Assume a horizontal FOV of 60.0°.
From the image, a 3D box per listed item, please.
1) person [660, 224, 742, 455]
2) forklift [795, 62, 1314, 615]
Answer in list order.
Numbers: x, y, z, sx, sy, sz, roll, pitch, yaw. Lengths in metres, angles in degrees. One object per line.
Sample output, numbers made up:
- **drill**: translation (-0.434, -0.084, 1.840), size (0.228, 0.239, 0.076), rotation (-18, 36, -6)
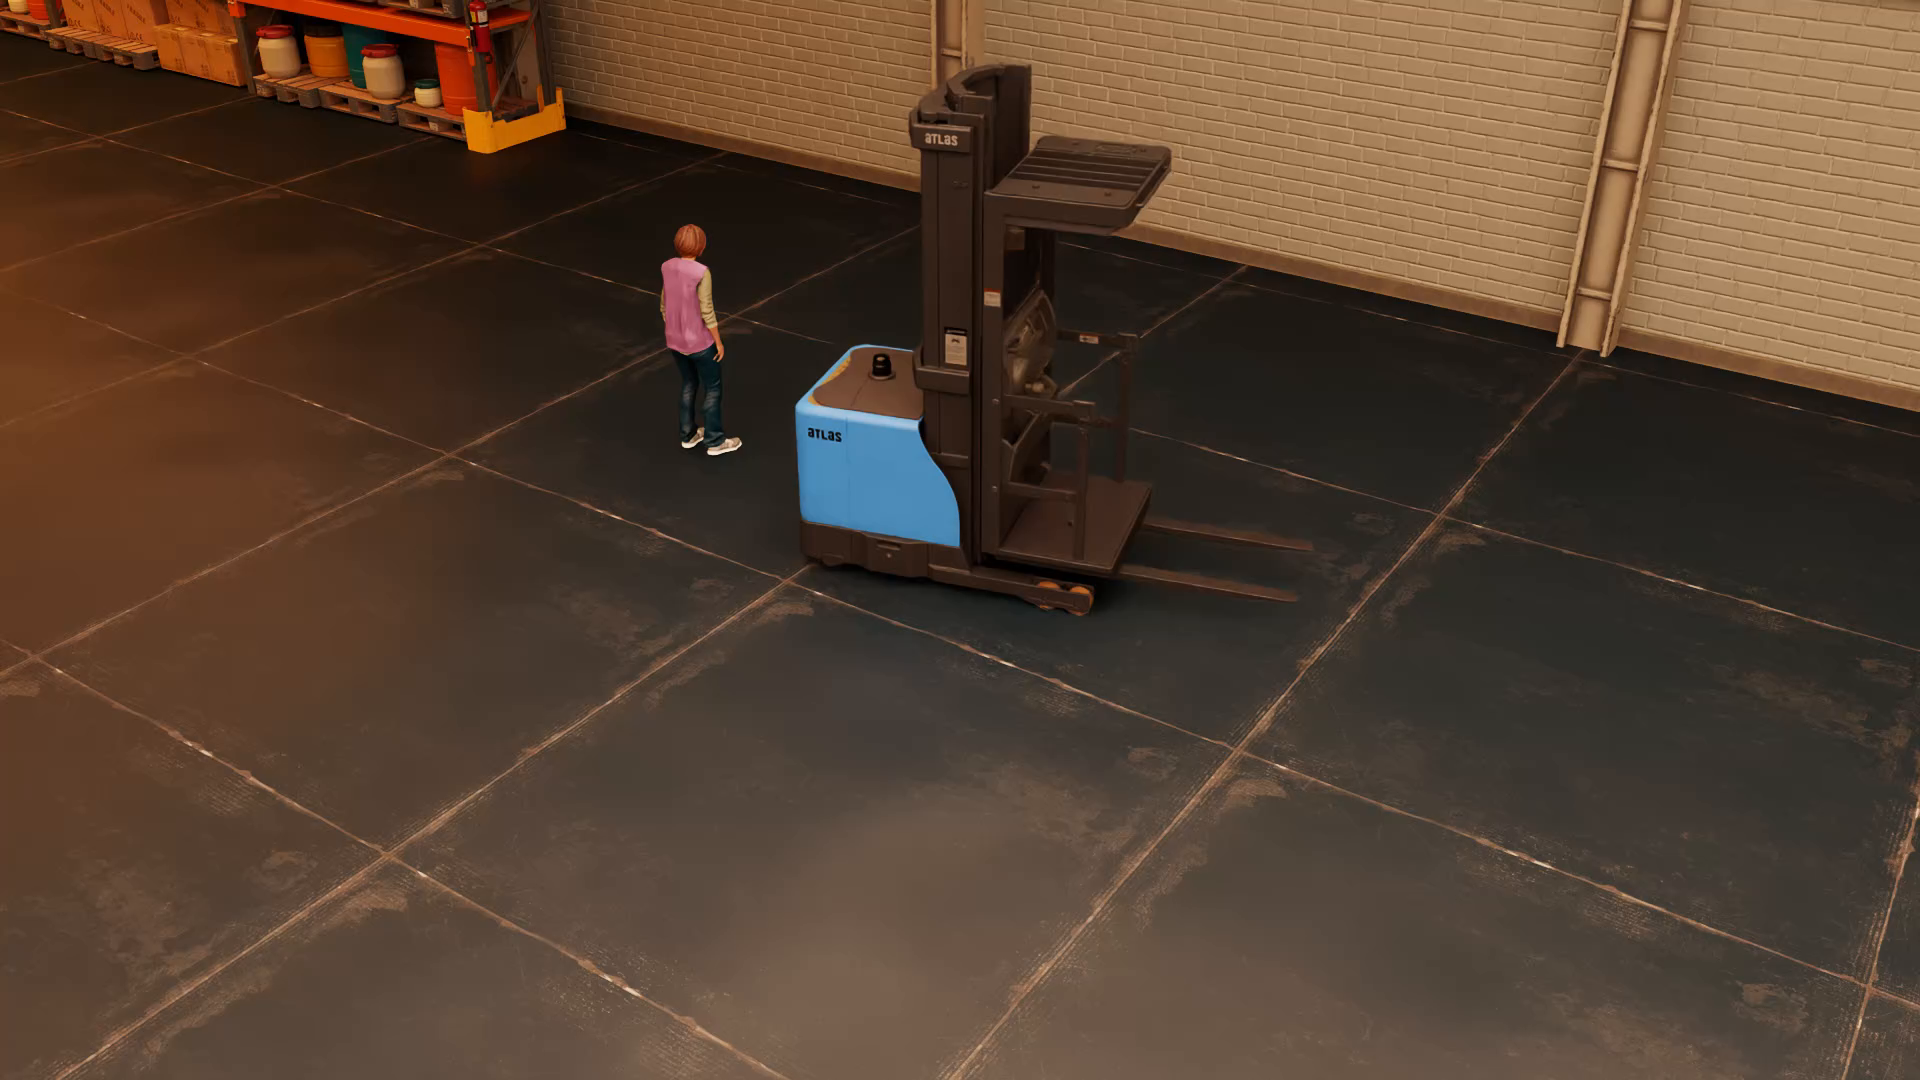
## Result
- **person**: translation (-1.794, -1.339, 11.224), size (0.466, 1.590, 0.348), rotation (18, 35, 28)
- **forklift**: translation (0.589, -1.127, 9.521), size (3.031, 2.935, 1.130), rotation (10, 31, 16)
